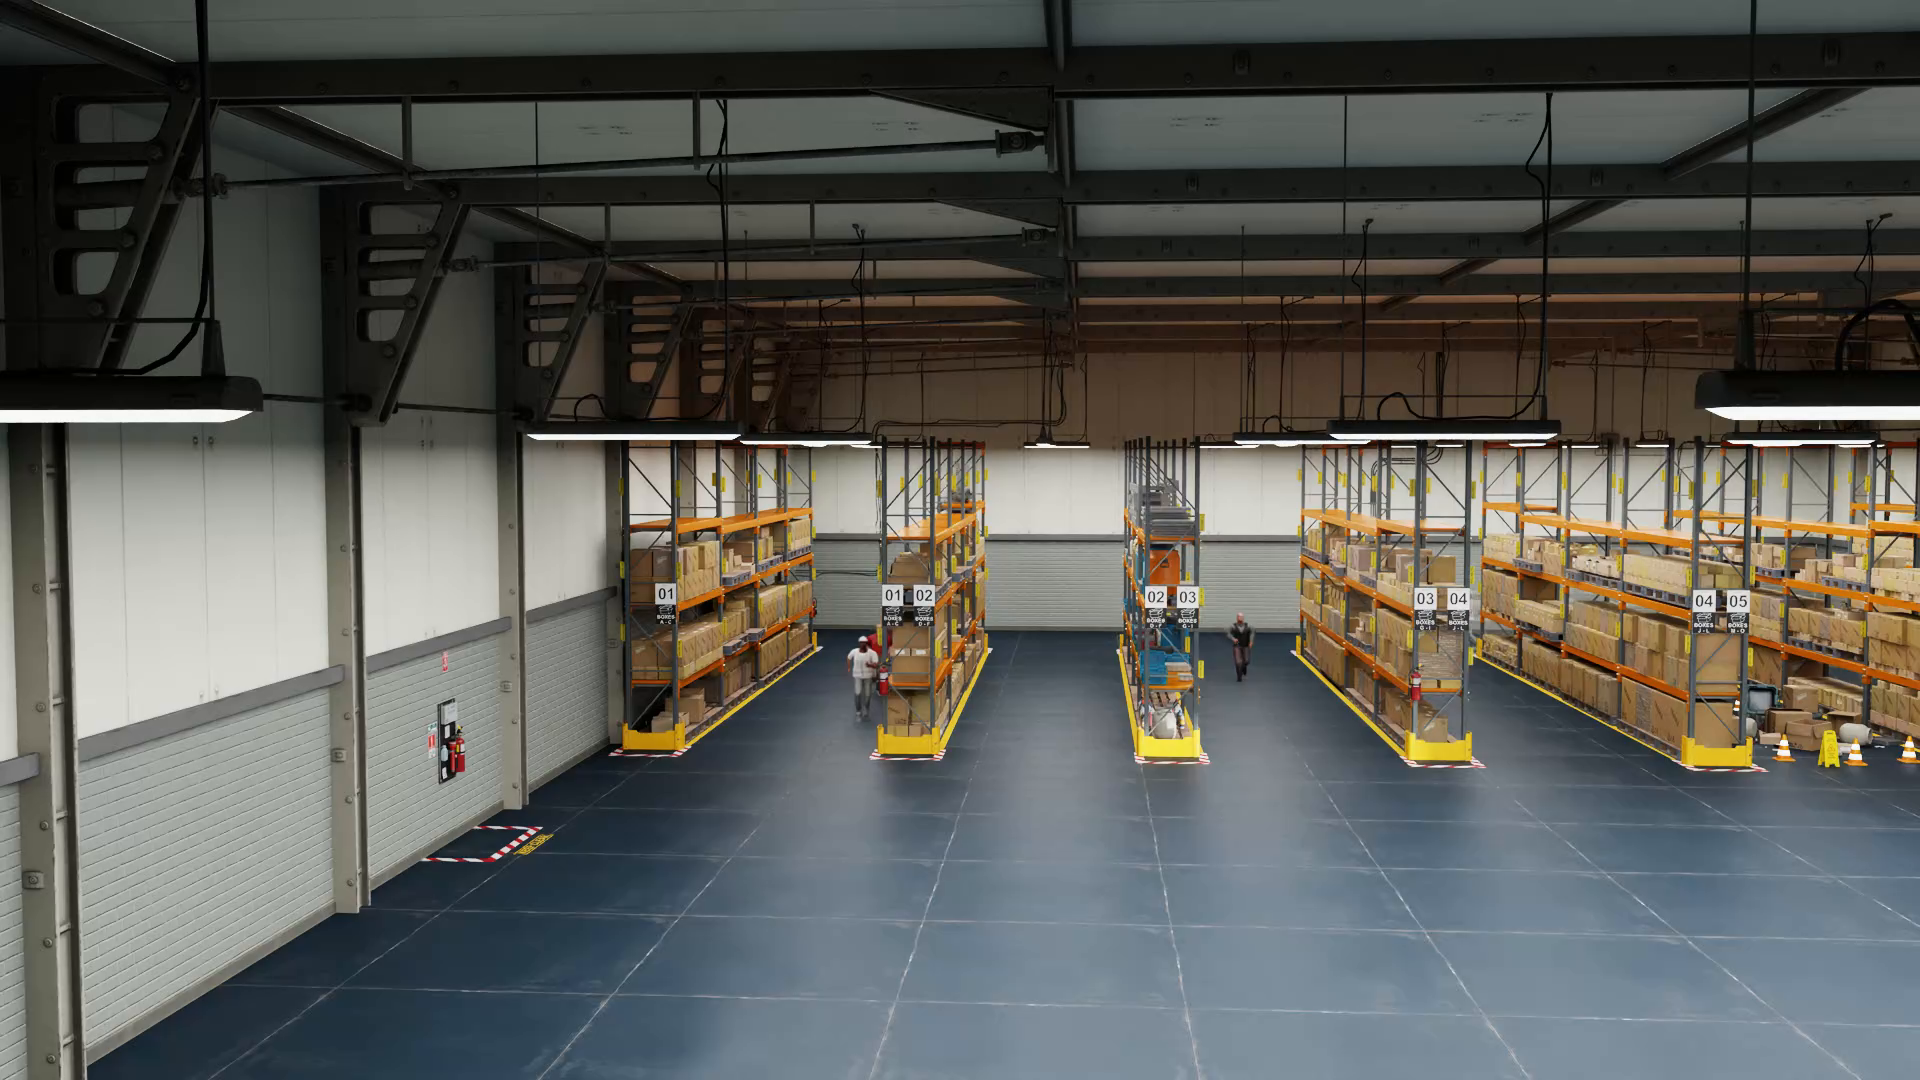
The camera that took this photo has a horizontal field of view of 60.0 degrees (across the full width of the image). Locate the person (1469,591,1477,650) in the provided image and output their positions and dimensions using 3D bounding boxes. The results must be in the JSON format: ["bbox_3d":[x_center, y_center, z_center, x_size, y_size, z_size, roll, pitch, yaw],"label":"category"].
[{"bbox_3d":[14.494,2.303,47.620,0.738,1.816,0.689,0,3,1],"label":"person"}]

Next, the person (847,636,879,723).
[{"bbox_3d":[-2.066,2.949,35.328,0.675,1.831,0.781,0,3,-4],"label":"person"}]

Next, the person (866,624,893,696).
[{"bbox_3d":[-1.891,2.808,38.833,0.658,1.676,0.590,0,3,-6],"label":"person"}]

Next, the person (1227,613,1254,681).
[{"bbox_3d":[6.998,2.670,41.403,0.698,1.687,0.591,0,3,1],"label":"person"}]
